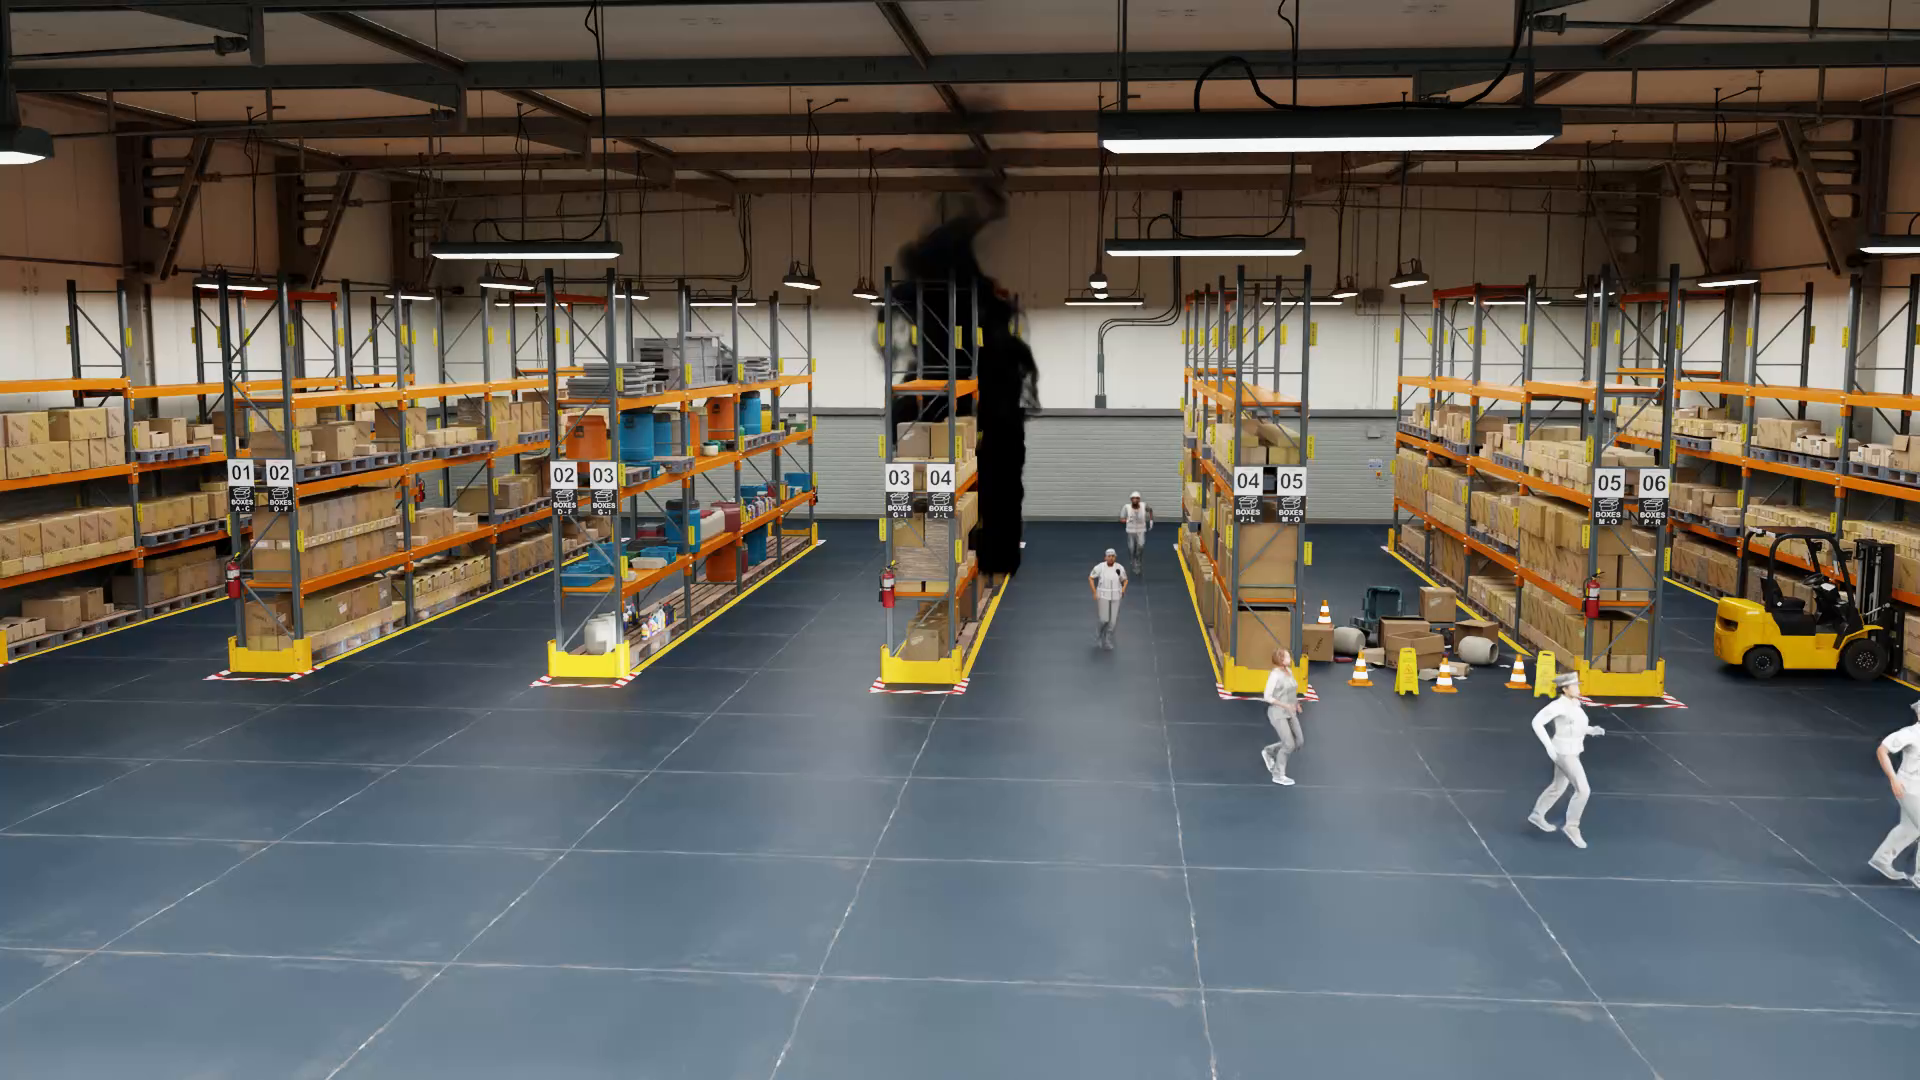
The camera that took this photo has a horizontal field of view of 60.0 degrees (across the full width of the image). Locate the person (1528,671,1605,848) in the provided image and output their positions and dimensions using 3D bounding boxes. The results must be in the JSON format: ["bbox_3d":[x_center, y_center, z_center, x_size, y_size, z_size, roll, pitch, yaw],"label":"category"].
[{"bbox_3d":[6.041,2.168,16.551,0.712,1.747,0.578,5,9,38],"label":"person"}]

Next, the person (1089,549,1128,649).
[{"bbox_3d":[2.411,0.952,26.709,0.612,1.636,0.586,-1,7,-10],"label":"person"}]

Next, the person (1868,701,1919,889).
[{"bbox_3d":[8.707,2.319,15.086,0.646,1.843,0.777,-6,9,-40],"label":"person"}]

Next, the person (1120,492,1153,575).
[{"bbox_3d":[3.736,-0.151,35.181,0.717,1.763,0.821,0,7,2],"label":"person"}]

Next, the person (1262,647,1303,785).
[{"bbox_3d":[3.611,1.973,18.674,0.560,1.550,0.532,6,9,41],"label":"person"}]
